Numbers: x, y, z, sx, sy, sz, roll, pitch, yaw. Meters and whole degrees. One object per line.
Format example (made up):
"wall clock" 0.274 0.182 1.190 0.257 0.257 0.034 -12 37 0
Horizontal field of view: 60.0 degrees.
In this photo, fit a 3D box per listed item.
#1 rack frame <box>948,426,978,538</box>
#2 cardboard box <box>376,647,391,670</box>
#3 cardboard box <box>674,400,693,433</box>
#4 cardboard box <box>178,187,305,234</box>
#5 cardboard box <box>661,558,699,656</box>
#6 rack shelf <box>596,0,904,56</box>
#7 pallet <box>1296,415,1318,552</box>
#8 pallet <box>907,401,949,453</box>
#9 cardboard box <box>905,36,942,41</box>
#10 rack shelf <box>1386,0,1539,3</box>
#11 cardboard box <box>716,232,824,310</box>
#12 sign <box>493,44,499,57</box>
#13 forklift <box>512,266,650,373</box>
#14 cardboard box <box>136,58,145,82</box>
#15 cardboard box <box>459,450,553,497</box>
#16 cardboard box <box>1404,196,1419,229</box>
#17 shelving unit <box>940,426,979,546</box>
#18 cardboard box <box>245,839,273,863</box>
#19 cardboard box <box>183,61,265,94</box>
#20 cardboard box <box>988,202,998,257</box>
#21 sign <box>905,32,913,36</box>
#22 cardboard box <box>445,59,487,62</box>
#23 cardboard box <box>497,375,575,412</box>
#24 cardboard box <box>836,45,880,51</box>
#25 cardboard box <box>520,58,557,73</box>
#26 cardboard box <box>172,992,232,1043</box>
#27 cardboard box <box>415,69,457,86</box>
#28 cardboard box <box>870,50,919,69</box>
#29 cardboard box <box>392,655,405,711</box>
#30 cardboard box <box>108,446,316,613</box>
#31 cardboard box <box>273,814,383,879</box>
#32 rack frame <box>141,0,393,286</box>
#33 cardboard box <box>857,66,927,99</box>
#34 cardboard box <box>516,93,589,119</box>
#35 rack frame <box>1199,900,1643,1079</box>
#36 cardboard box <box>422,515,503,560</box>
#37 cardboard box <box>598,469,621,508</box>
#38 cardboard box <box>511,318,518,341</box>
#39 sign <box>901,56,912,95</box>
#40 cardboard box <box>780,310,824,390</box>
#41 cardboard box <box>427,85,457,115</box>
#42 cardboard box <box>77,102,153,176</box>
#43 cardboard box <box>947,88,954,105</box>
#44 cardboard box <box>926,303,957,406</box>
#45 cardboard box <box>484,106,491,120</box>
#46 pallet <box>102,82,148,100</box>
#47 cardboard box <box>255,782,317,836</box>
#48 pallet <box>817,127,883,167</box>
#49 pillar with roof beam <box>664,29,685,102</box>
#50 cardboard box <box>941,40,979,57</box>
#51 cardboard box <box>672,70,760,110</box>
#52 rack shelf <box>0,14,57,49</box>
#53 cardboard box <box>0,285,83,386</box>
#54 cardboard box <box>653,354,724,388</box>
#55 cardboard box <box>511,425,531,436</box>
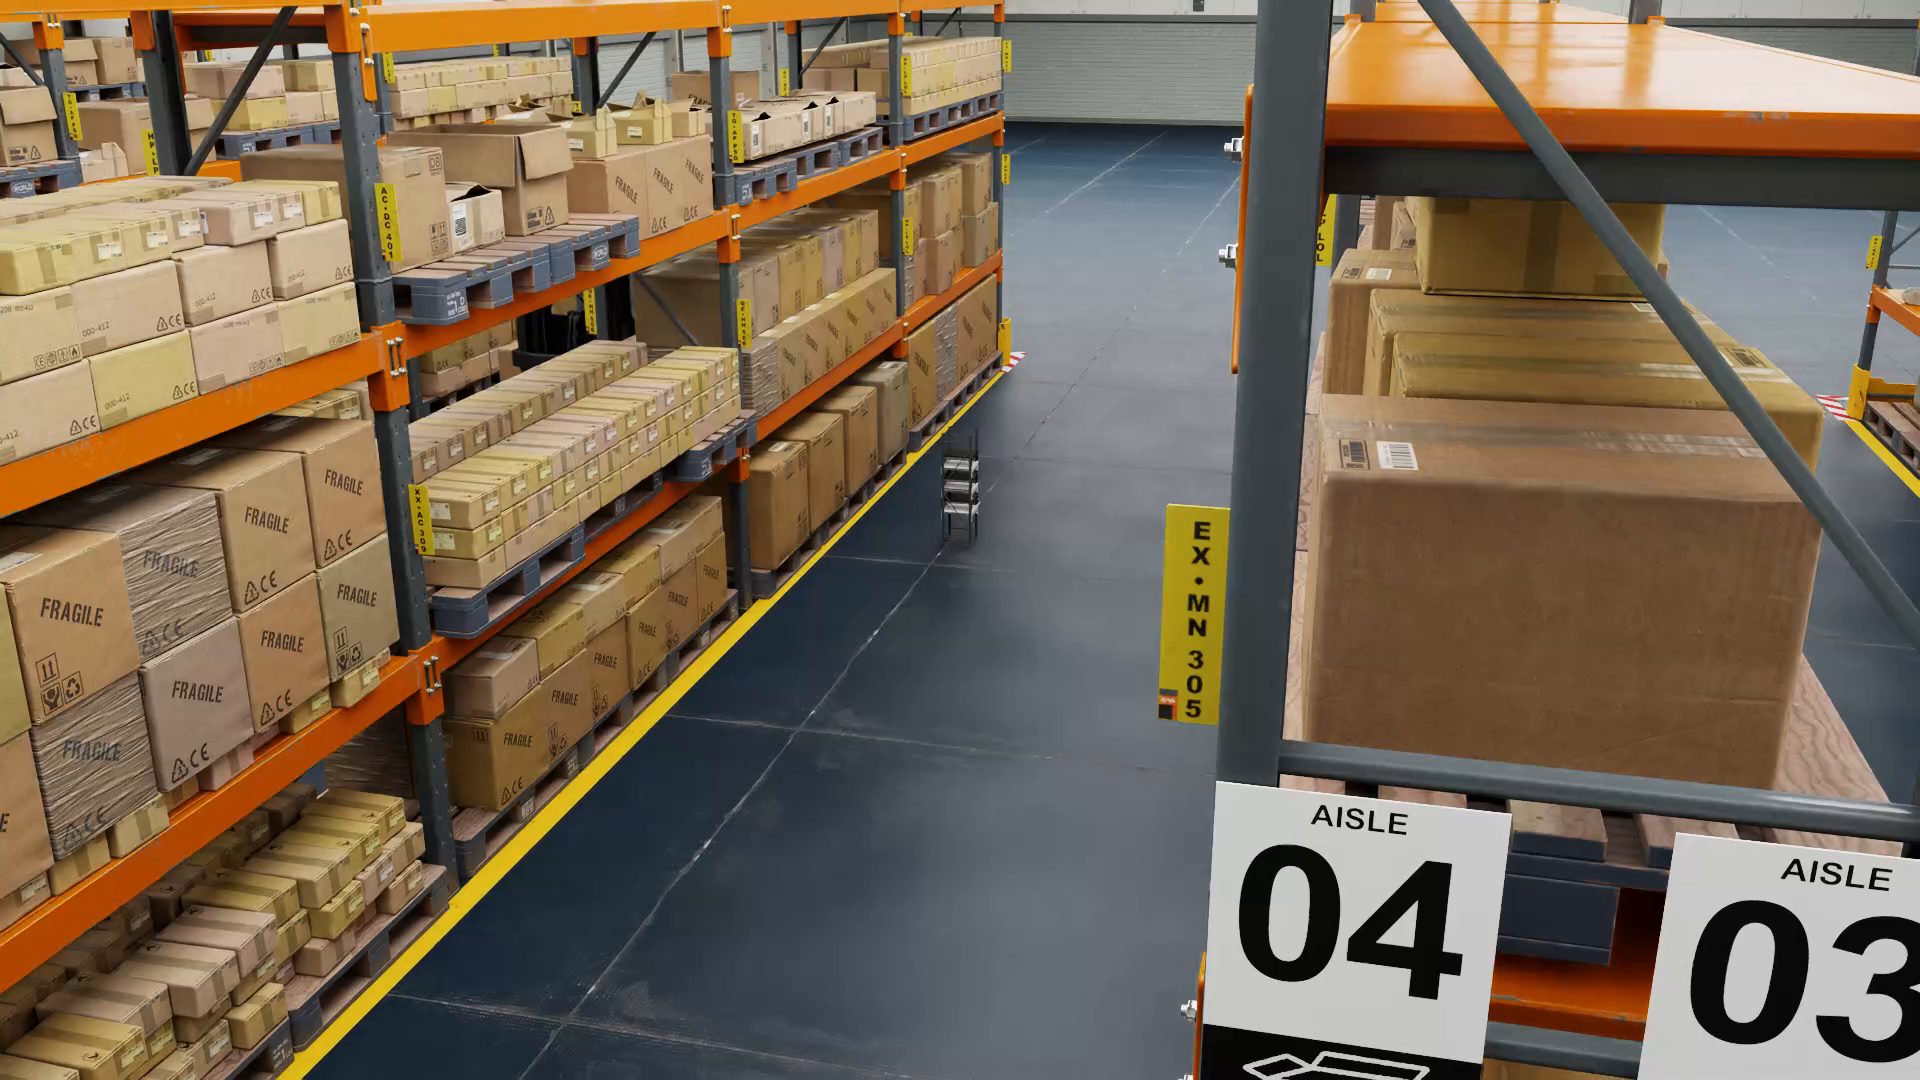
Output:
"rack frame" 0.023 -0.455 13.128 0.240 0.900 0.006 5 19 13
"cardboard box" -2.793 0.506 7.453 0.380 0.149 0.250 4 19 13
"cardboard box" -1.839 -0.759 10.048 0.380 0.149 0.250 5 19 14
"cardboard box" -2.817 -1.291 6.527 0.380 0.149 0.250 5 20 15
"cardboard box" -2.011 0.399 10.595 0.500 0.500 0.500 5 20 16
"rack shelf" -1.485 -3.910 12.445 1.077 0.370 4.000 5 19 13
"pallet" 1.324 -0.038 4.154 1.003 0.211 1.213 5 19 13
"pallet" -0.734 -1.140 16.200 1.003 0.211 1.213 5 19 13
"cardboard box" -0.409 -5.326 17.850 0.380 0.149 0.250 5 19 14
"rack shelf" 3.300 -3.487 11.206 1.077 0.370 4.000 5 19 13
"cardboard box" -1.484 -2.114 13.036 0.700 0.500 0.500 4 19 13
"sign" -5.370 -5.717 19.291 0.100 0.325 0.005 5 19 13
"forklift" -2.954 -1.765 13.821 1.130 2.935 3.031 5 19 14
"cardboard box" -9.627 -5.470 19.326 0.396 0.266 0.258 5 19 14
"cardboard box" -2.281 -0.337 8.352 0.380 0.149 0.250 5 19 14
"cardboard box" 1.598 -1.070 4.921 0.500 0.250 0.500 3 19 10
"shelving unit" -0.002 -0.423 13.035 0.258 0.900 0.210 5 19 13
"cardboard box" -3.324 1.464 7.562 0.380 0.149 0.250 5 19 14
"cardboard box" -6.464 -4.062 14.609 0.500 0.250 0.500 4 19 12
"cardboard box" -0.065 -3.433 18.365 0.875 0.550 0.550 5 19 13
"sign" -0.555 -5.398 18.235 0.100 0.325 0.005 5 19 13
"cardboard box" -5.429 -5.197 18.276 0.380 0.149 0.250 5 19 13
"cardboard box" -2.531 -0.877 9.933 0.380 0.149 0.250 6 20 16
"cardboard box" -0.969 -4.609 15.752 0.380 0.149 0.250 5 19 14
"cardboard box" -4.740 -5.312 18.612 0.380 0.149 0.250 5 19 14
"cardboard box" -3.106 1.819 6.522 0.380 0.149 0.250 4 19 11
"cardboard box" -5.229 -4.584 16.482 0.380 0.149 0.250 5 19 13
"cardboard box" -0.577 -4.239 14.668 0.380 0.149 0.250 5 19 14
"cardboard box" -3.014 0.655 8.685 0.500 0.250 0.500 4 19 12
"cardboard box" -2.924 -0.051 6.533 0.500 0.500 0.500 4 19 12
"cardboard box" -2.809 1.364 7.395 0.380 0.149 0.250 5 19 14
"rack frame" -2.951 -2.559 6.759 1.000 3.000 0.127 5 19 13
"cardboard box" -0.605 -4.094 14.861 0.500 0.250 0.500 5 19 14
"cardboard box" -2.465 -2.537 9.994 0.396 0.266 0.258 5 19 13
"rack frame" 0.857 1.957 2.818 1.000 3.000 0.127 5 19 13
"cardboard box" -2.408 -0.028 7.908 0.380 0.149 0.250 5 19 14
"cardboard box" -2.094 -0.297 9.156 0.380 0.149 0.250 4 19 12
"cardboard box" -5.041 -2.500 18.311 0.500 0.500 0.500 4 19 12
"sign" -0.467 -4.001 14.334 0.100 0.325 0.005 5 19 13
"cardboard box" -1.357 -1.458 12.662 0.500 0.500 0.500 5 19 13
"cardboard box" -5.331 -4.355 16.428 0.500 0.250 0.500 4 19 13
"cardboard box" -6.557 -3.096 12.817 0.700 0.500 0.500 5 19 13
"cardboard box" -0.268 -4.261 15.966 0.380 0.149 0.250 5 19 13
"cardboard box" -0.558 -1.896 16.734 0.875 0.875 0.875 5 19 14
"cardboard box" -5.128 -4.450 17.324 0.380 0.149 0.250 5 19 14
"pallet" -9.855 -5.390 19.823 1.003 0.211 1.213 5 19 13
"cardboard box" -3.236 1.240 7.757 0.380 0.149 0.250 5 20 16
"pallet" -1.172 -3.266 13.763 0.805 0.209 1.217 4 19 11
"pillar with roof beam" -2.129 -12.225 35.058 9.100 9.000 0.400 5 19 13
"cardboard box" -0.021 -4.955 16.765 0.380 0.149 0.250 5 19 14
"cardboard box" -1.820 -3.254 12.474 0.500 0.500 0.500 5 19 13
"rack shelf" -7.287 -3.016 9.827 1.077 0.370 4.000 5 19 13
"cardboard box" -3.185 -0.649 5.264 0.500 0.250 0.500 4 19 11
"cardboard box" -1.712 -1.067 10.490 0.380 0.149 0.250 4 19 13
"cardboard box" -2.661 -0.570 9.496 0.380 0.149 0.250 5 20 15
